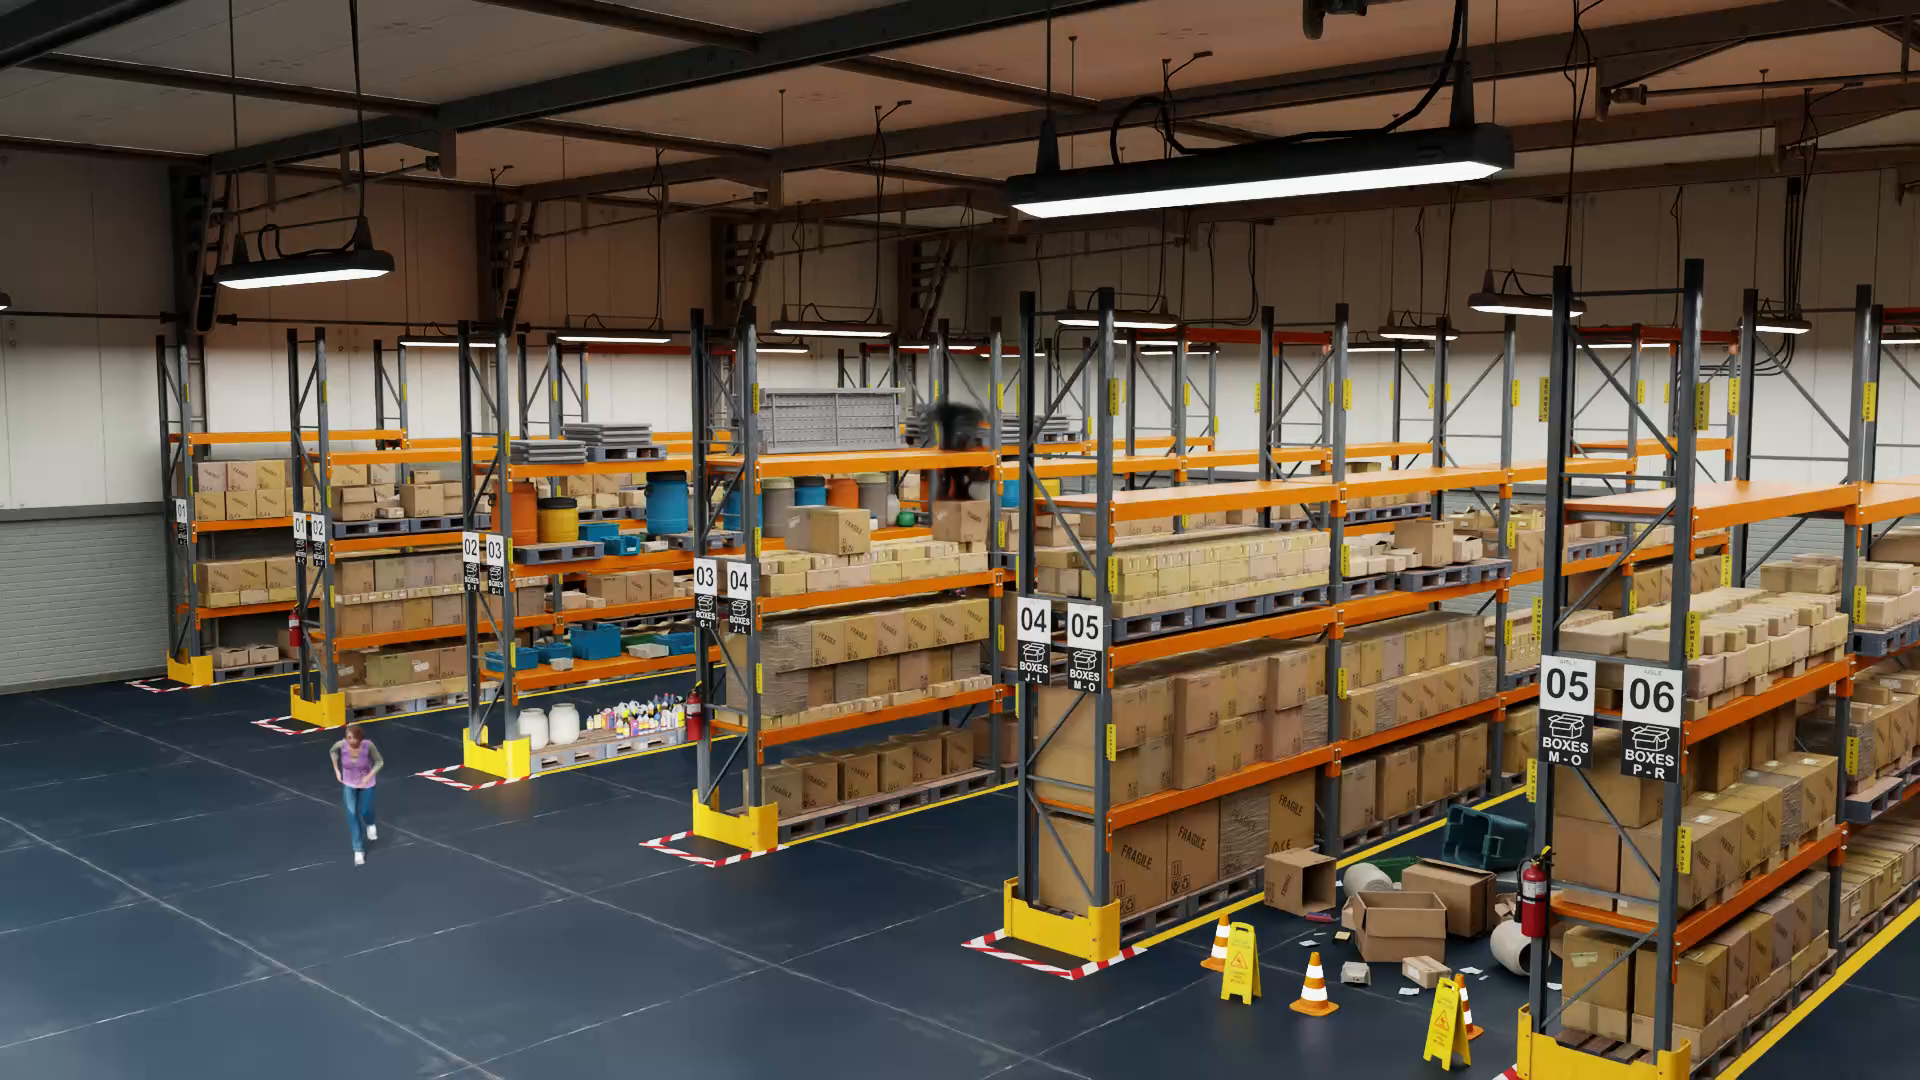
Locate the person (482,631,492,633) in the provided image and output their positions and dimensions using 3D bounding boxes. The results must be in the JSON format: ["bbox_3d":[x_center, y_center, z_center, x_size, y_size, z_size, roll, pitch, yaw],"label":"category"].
[{"bbox_3d":[-8.387,1.627,29.286,0.604,1.614,0.715,4,7,36],"label":"person"}]

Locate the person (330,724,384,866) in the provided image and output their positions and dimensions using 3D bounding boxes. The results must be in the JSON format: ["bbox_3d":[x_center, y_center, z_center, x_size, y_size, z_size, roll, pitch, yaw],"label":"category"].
[{"bbox_3d":[-6.576,2.716,18.238,0.575,1.545,0.920,-1,5,-7],"label":"person"}]
